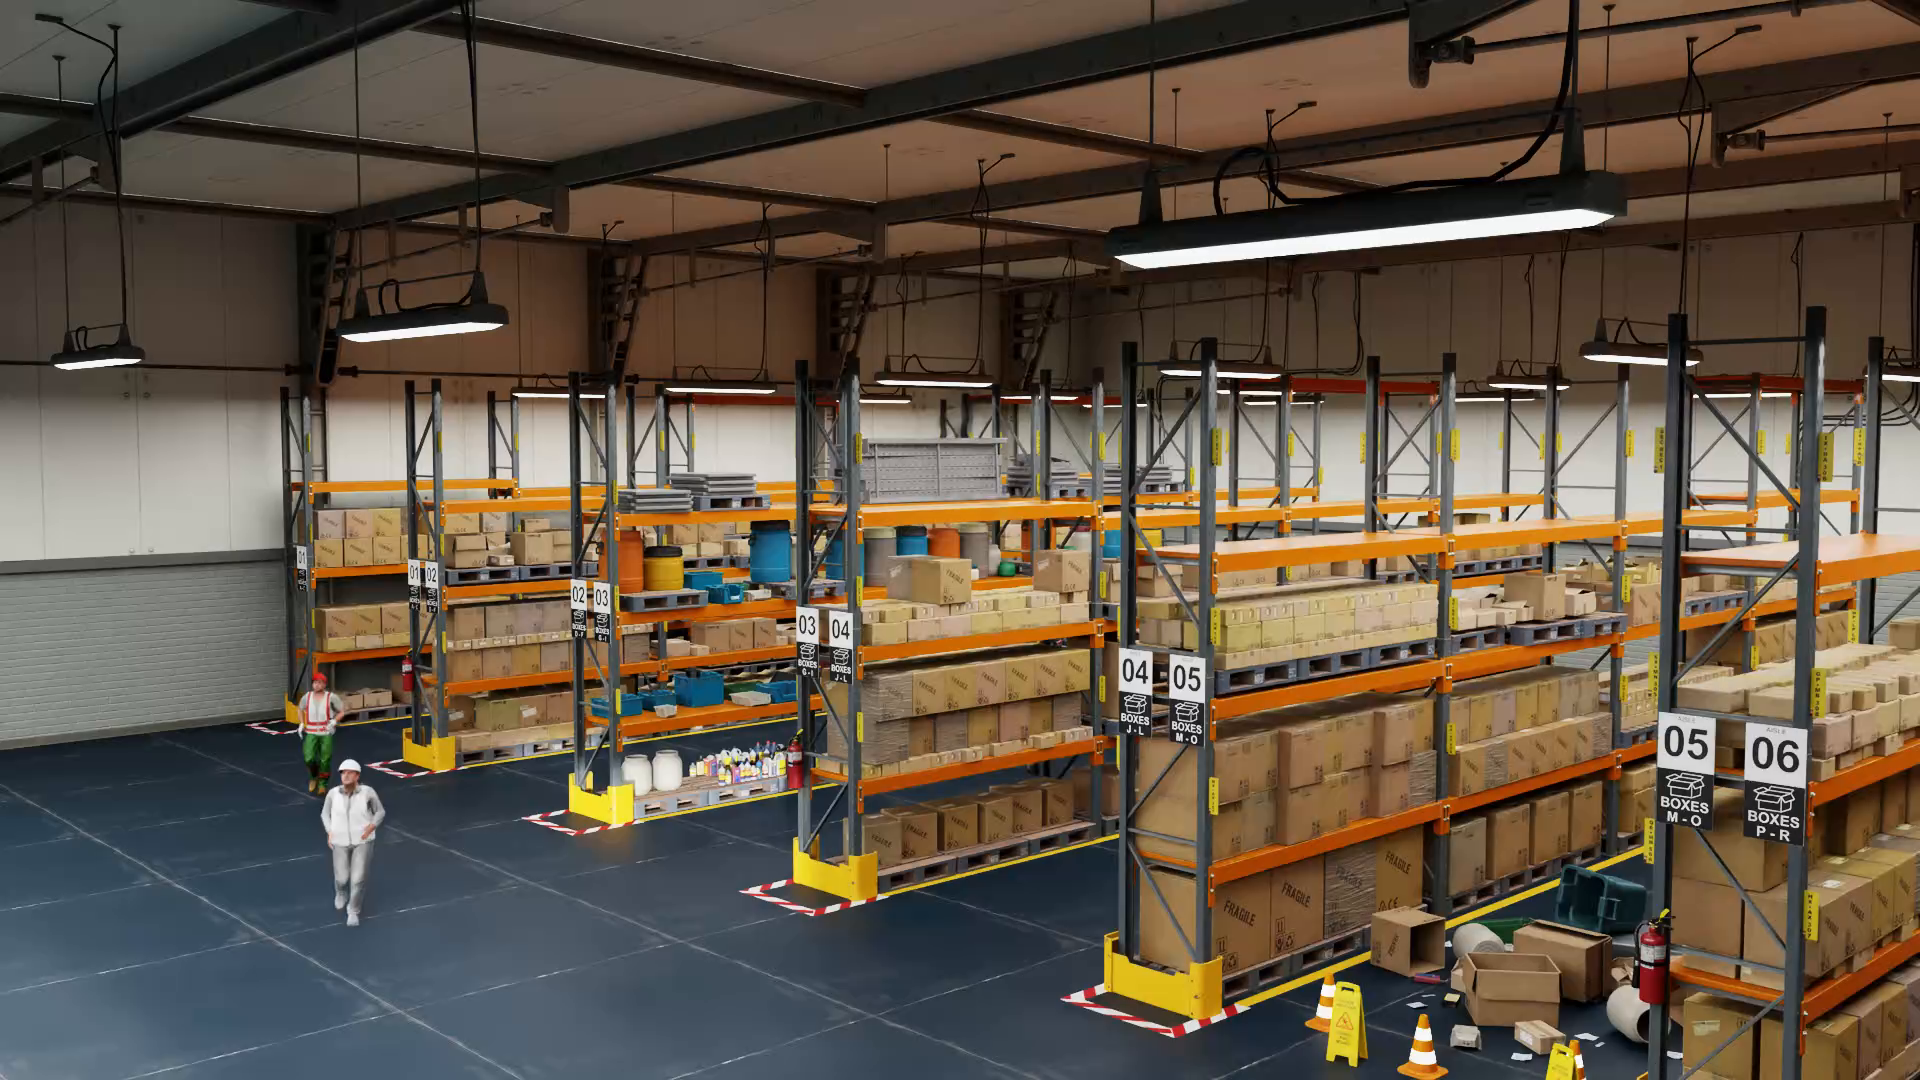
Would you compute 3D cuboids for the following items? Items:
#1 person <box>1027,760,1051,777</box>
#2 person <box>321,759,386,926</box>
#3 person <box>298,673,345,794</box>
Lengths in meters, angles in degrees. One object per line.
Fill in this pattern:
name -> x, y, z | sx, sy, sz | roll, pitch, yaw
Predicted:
person -> 1.162, 2.910, 23.282 | 0.547, 1.539, 0.547 | 3, 5, 38
person -> -6.412, 3.180, 17.581 | 0.656, 1.746, 0.627 | -1, 4, -13
person -> -9.116, 2.768, 23.683 | 0.662, 1.748, 0.587 | -1, 4, -12
